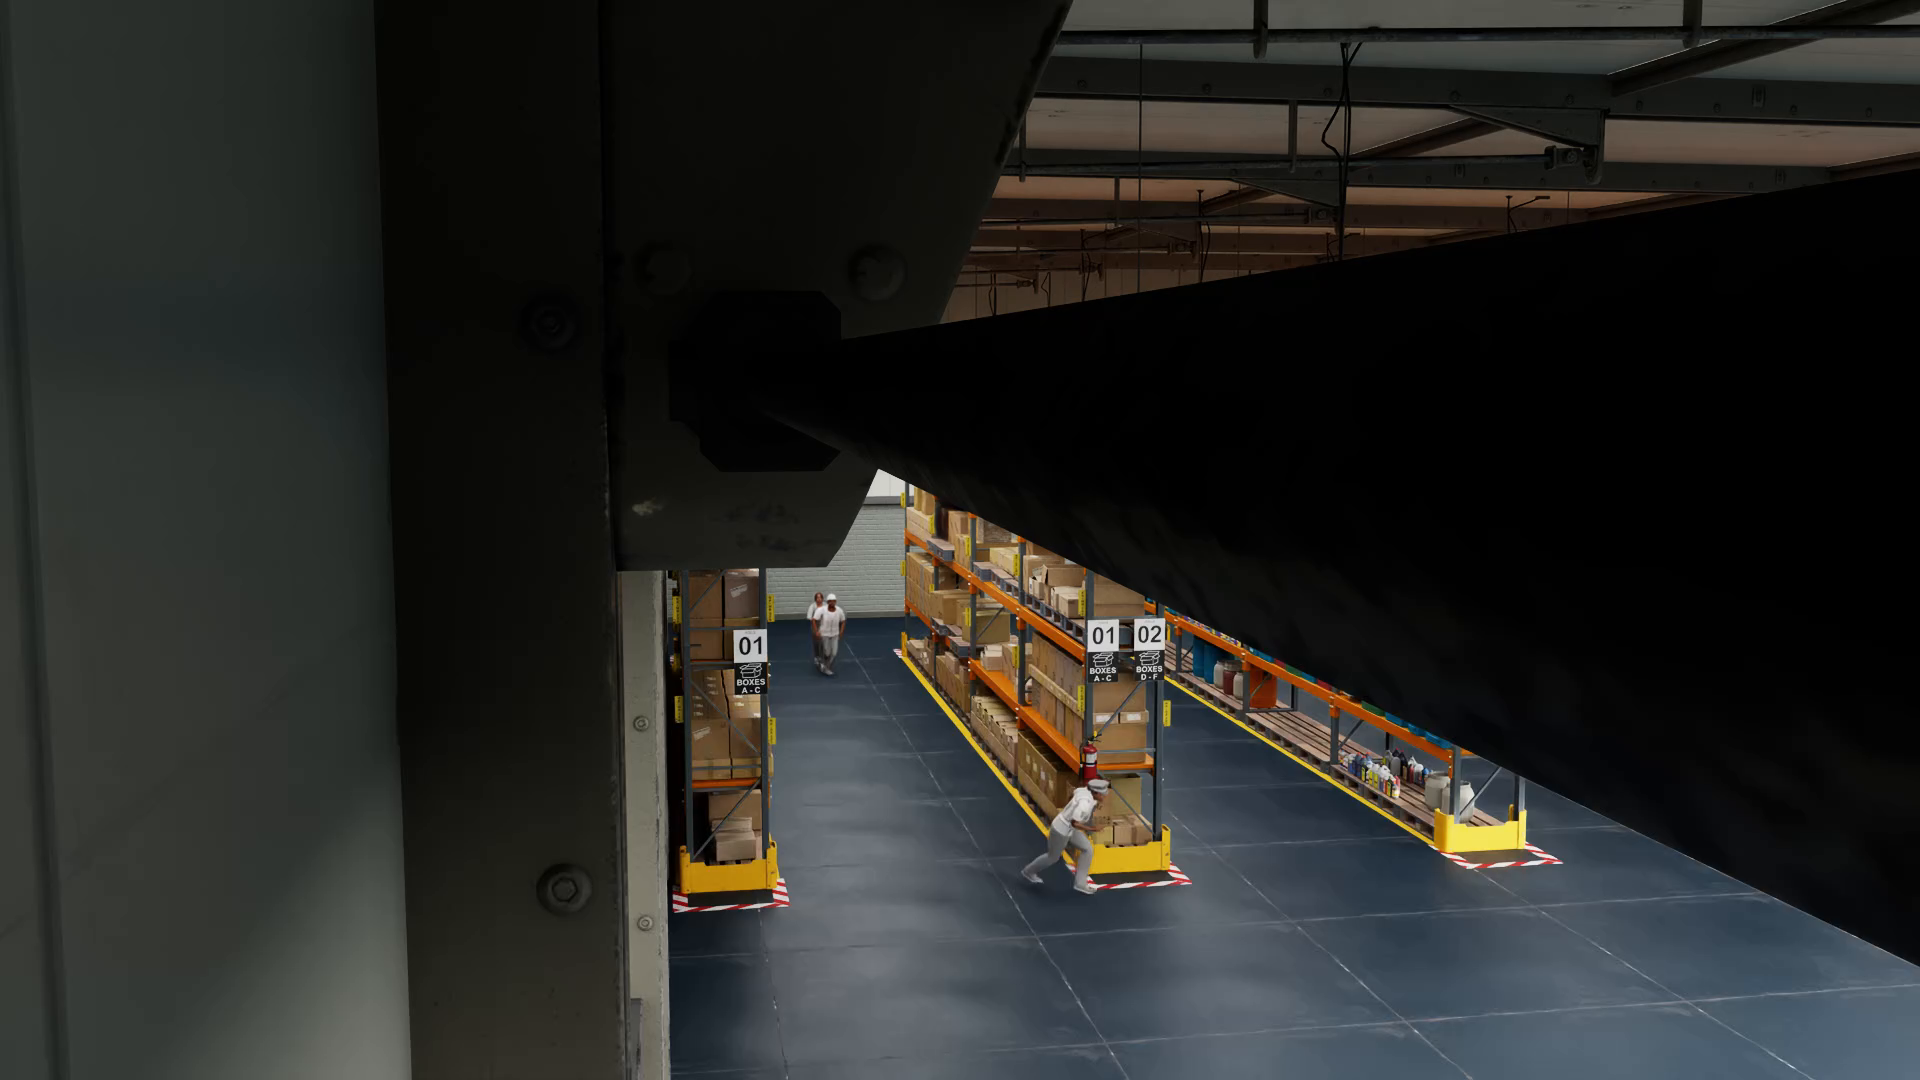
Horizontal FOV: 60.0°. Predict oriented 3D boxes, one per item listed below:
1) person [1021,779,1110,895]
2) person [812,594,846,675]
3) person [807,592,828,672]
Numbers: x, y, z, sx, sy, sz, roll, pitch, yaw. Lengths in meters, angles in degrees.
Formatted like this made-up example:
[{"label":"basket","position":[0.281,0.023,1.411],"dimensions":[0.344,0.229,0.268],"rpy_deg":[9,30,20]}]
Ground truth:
[{"label":"person","position":[1.250,3.560,20.048],"dimensions":[1.119,1.444,0.570],"rpy_deg":[2,6,19]},{"label":"person","position":[-2.693,1.937,34.257],"dimensions":[0.711,1.691,0.568],"rpy_deg":[-2,6,-19]},{"label":"person","position":[-2.963,1.894,34.956],"dimensions":[0.510,1.625,0.823],"rpy_deg":[-1,6,-8]}]
